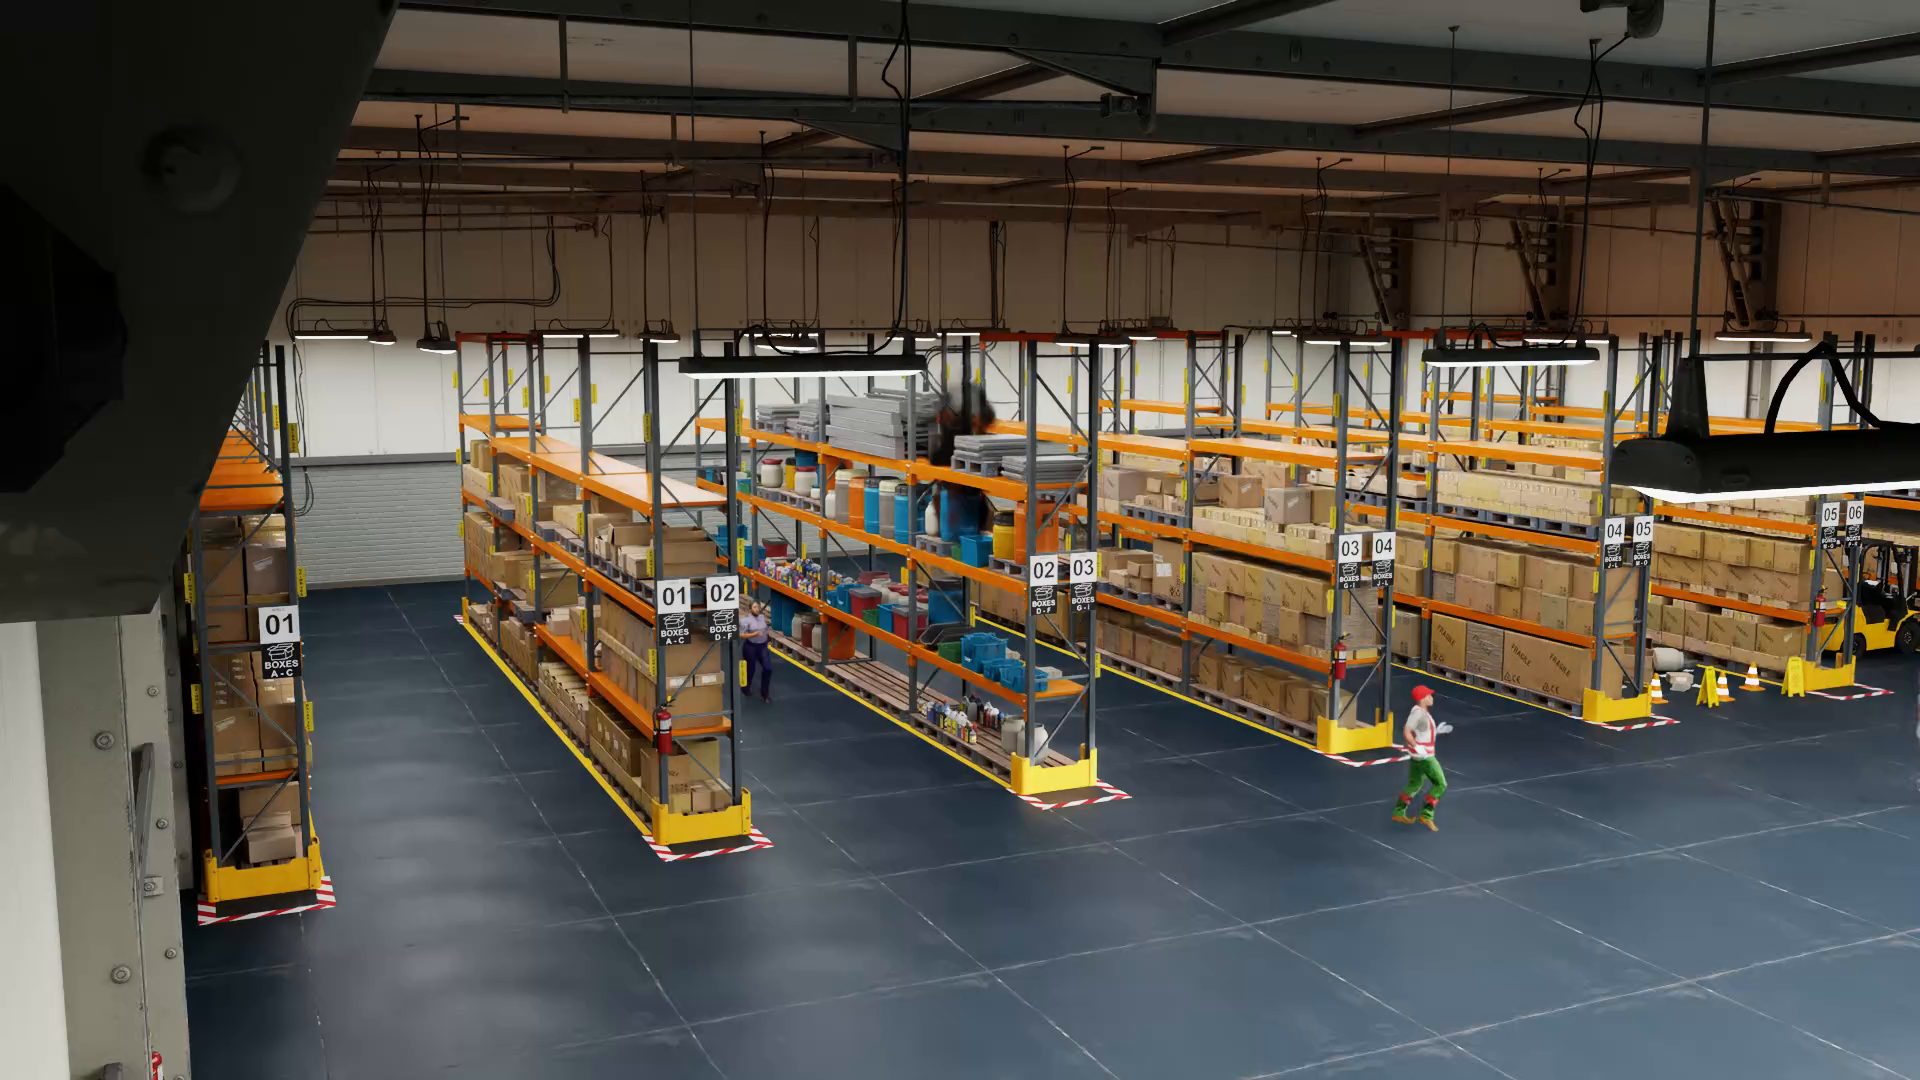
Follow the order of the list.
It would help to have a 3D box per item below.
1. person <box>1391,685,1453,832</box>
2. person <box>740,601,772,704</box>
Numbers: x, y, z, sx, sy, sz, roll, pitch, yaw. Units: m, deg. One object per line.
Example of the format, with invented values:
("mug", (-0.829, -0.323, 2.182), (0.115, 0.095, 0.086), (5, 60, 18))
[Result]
("person", (5.720, 2.691, 20.517), (0.717, 1.824, 0.631), (1, 8, 6))
("person", (-3.361, 1.846, 27.367), (0.585, 1.688, 0.708), (-5, 9, -33))
